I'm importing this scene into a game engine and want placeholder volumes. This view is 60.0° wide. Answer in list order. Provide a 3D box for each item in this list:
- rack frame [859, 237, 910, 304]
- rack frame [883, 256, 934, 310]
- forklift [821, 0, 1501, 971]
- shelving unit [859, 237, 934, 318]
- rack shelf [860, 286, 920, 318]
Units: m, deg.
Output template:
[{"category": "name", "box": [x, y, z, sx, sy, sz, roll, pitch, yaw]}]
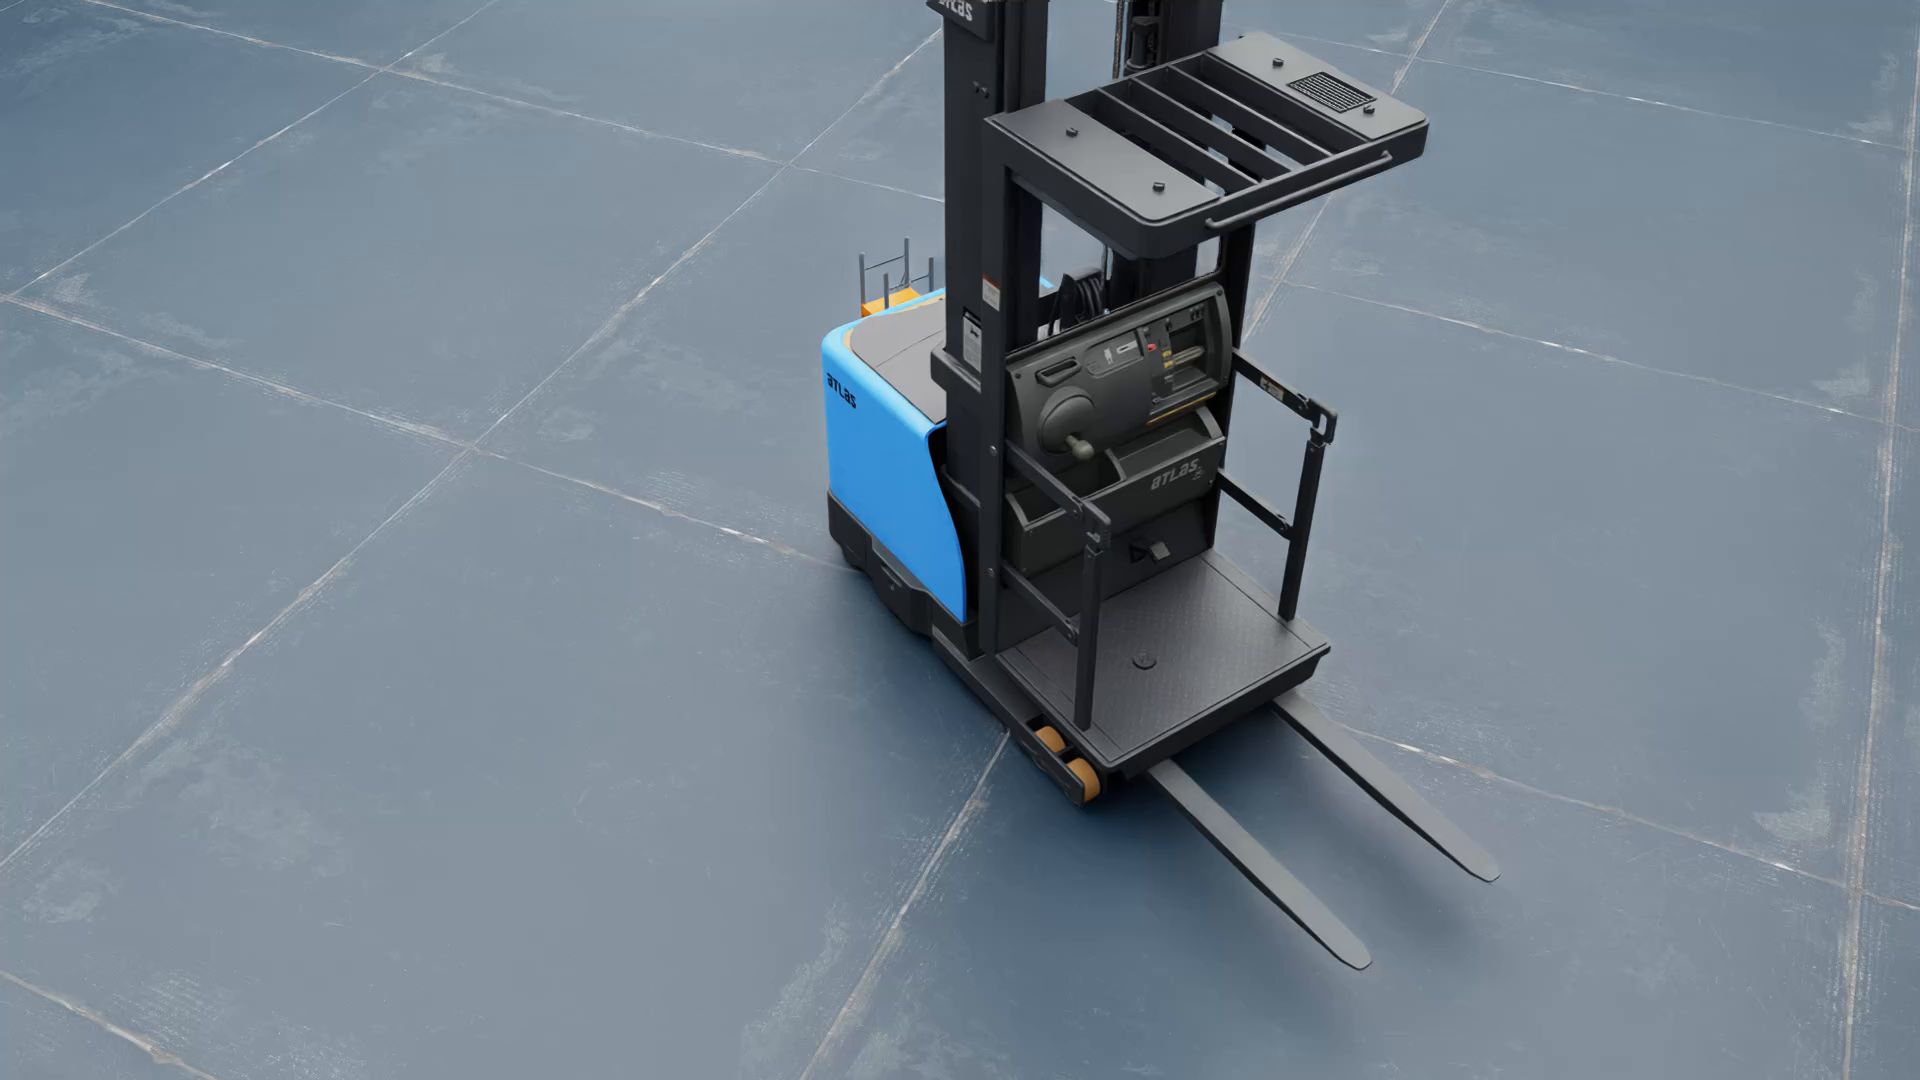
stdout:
[{"category": "rack frame", "box": [-0.312, -0.751, 7.200, 0.240, 1.200, 0.006, -25, 47, -26]}, {"category": "rack frame", "box": [-0.207, -0.653, 7.087, 0.240, 1.200, 0.006, -25, 47, -26]}, {"category": "forklift", "box": [0.689, -0.500, 5.589, 1.130, 2.935, 3.031, -25, 47, -26]}, {"category": "shelving unit", "box": [-0.259, -0.702, 7.144, 0.258, 1.200, 0.189, -25, 47, -26]}, {"category": "rack shelf", "box": [-0.259, -0.940, 6.937, 0.258, 0.103, 0.180, -25, 47, -26]}]
